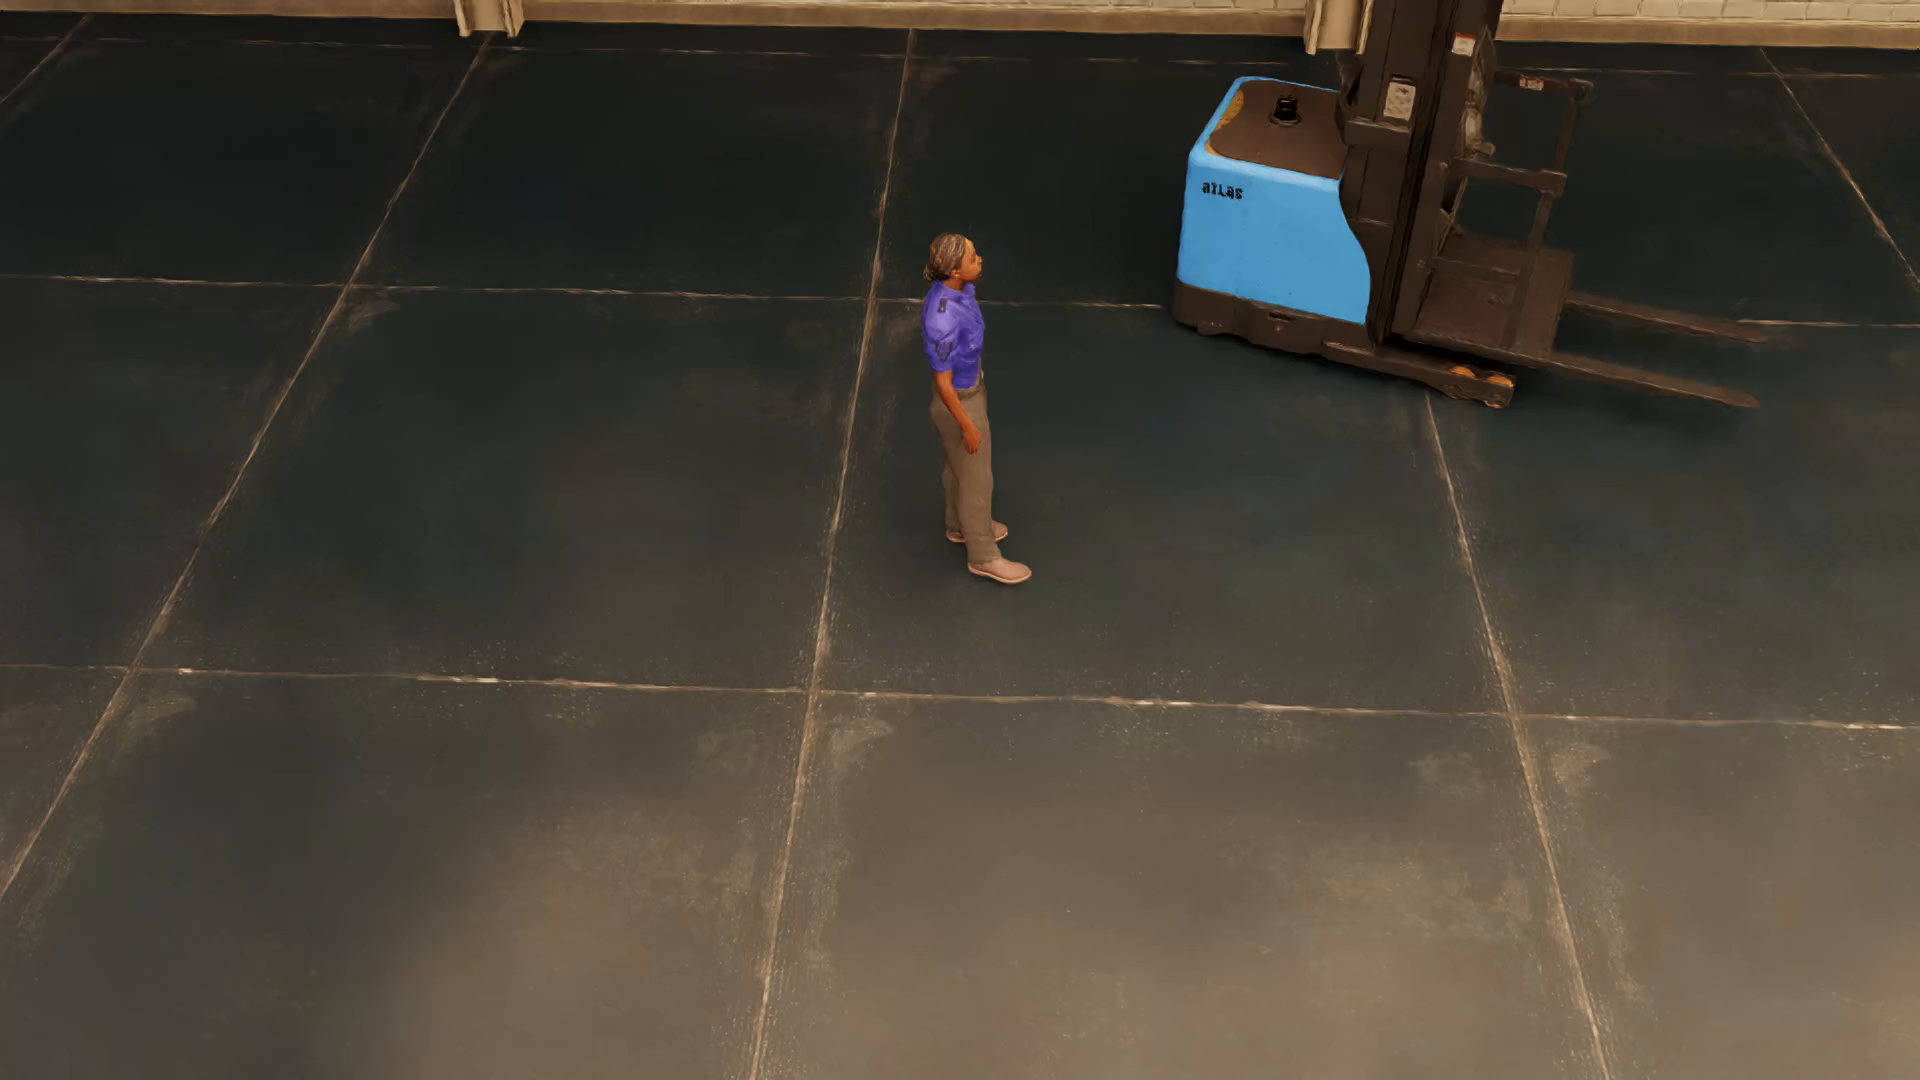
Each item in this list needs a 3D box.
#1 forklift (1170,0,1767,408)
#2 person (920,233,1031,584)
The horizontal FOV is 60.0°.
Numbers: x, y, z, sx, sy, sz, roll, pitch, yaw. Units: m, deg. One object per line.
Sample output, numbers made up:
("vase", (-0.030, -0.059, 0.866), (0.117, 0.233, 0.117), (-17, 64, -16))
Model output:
("forklift", (2.727, -2.181, 8.132), (3.031, 2.935, 1.130), (16, 45, 16))
("person", (0.087, -0.601, 7.336), (0.503, 1.654, 0.570), (2, 42, 2))
